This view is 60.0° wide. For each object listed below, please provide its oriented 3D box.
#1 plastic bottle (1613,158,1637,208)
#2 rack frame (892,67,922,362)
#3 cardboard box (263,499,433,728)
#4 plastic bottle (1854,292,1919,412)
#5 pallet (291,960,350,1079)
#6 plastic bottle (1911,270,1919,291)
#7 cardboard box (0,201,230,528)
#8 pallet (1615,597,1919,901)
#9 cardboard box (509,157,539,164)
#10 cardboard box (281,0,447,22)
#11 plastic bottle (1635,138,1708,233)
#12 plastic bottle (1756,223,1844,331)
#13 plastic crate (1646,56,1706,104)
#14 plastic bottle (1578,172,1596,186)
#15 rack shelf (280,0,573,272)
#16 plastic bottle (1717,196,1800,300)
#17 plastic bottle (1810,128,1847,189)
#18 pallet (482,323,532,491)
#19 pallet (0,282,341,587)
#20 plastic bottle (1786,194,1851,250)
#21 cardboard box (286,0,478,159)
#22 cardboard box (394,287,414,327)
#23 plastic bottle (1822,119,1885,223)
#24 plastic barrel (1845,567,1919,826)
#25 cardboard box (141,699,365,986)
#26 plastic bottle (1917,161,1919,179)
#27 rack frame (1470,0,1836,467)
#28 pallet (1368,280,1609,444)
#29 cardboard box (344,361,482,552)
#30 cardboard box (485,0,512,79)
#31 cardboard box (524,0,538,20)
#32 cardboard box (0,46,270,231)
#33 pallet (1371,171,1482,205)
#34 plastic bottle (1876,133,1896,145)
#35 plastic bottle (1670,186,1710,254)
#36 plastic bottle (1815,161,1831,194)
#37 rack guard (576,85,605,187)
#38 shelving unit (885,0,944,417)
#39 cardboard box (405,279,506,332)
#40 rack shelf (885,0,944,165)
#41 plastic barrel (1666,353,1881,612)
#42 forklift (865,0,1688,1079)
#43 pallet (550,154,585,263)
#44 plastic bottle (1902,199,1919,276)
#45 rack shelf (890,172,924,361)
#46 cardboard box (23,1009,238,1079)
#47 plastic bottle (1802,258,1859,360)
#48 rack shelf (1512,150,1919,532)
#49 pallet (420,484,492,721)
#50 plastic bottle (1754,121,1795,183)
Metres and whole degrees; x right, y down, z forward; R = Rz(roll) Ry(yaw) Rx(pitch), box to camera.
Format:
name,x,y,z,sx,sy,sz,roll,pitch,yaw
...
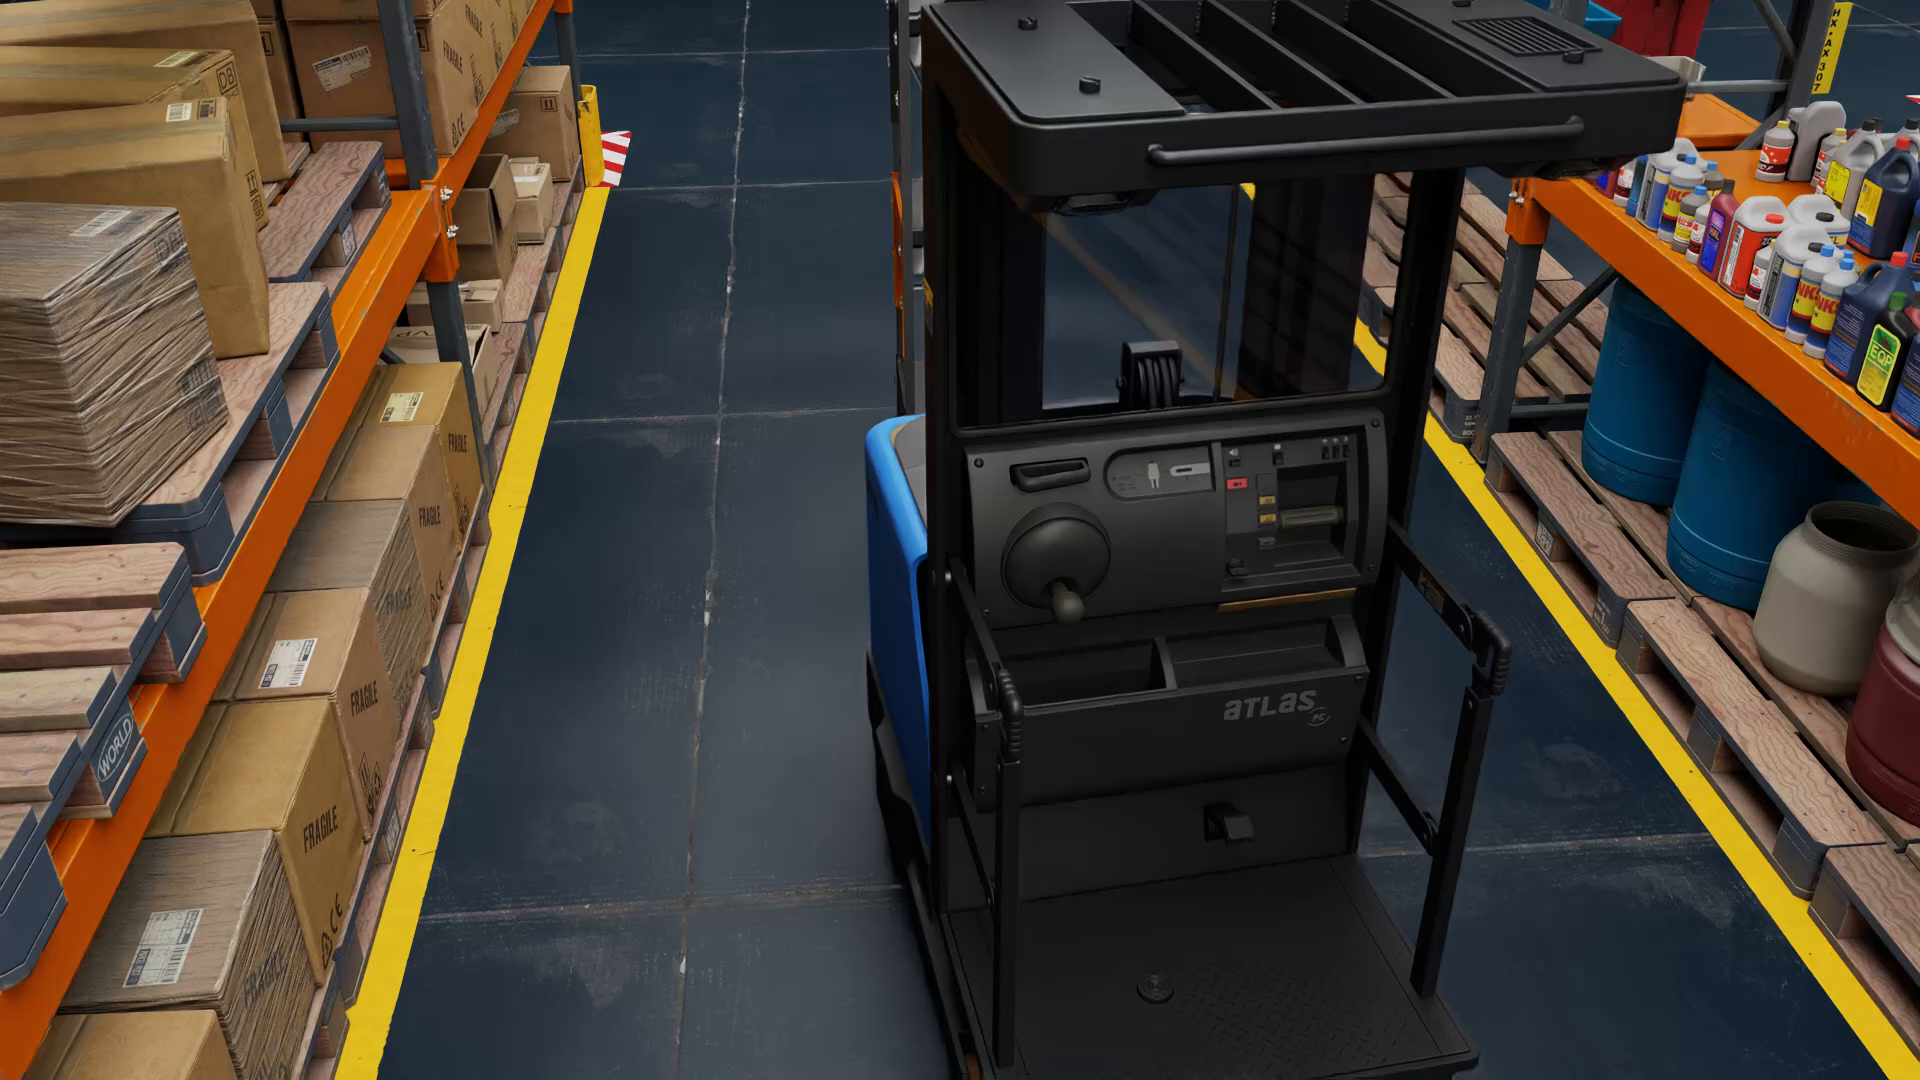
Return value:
name,x,y,z,sx,sy,sz,roll,pitch,yaw
plastic bottle,2.255,-1.222,5.565,0.097,0.201,0.097,0,31,0
rack frame,-0.038,-1.111,6.062,0.400,2.100,0.015,-3,31,-5
cardboard box,-1.912,0.225,4.956,0.500,0.500,0.500,-2,31,-4
plastic bottle,2.379,-0.481,4.244,0.061,0.283,0.133,-3,31,-5
pallet,-1.986,1.450,3.616,1.003,0.211,1.213,-3,31,-5
plastic bottle,2.522,-0.587,4.434,0.097,0.271,0.097,0,31,0
cardboard box,-2.020,-0.379,3.453,0.700,0.500,0.500,3,31,5
pallet,2.752,0.576,5.080,1.003,0.211,1.213,-3,31,-5
cardboard box,-2.457,-1.944,8.913,0.380,0.166,0.250,-3,31,-5
cardboard box,-2.092,-2.132,5.822,0.500,0.500,0.500,-2,31,-3
plastic bottle,2.303,-1.147,5.366,0.152,0.276,0.135,-3,31,-5
plastic bottle,2.377,-0.742,4.689,0.152,0.276,0.135,-3,31,-5
plastic crate,2.703,-1.798,6.534,0.396,0.136,0.243,-3,31,-5
plastic bottle,2.214,-1.384,5.755,0.061,0.283,0.133,-3,31,-5
rack shelf,-2.514,-2.118,7.573,1.077,0.370,4.000,-3,31,-5
plastic bottle,2.355,-0.861,4.887,0.152,0.276,0.135,-3,31,-5
plastic bottle,3.001,-1.312,5.716,0.097,0.201,0.097,0,31,0
pallet,-2.391,-0.559,6.981,1.003,0.211,1.213,-3,31,-5
pallet,-2.140,-0.274,3.971,1.003,0.211,1.213,-3,31,-5
plastic bottle,2.506,-0.868,4.899,0.152,0.276,0.135,-3,31,-5
cardboard box,-2.104,-1.722,6.110,0.500,0.500,0.500,-2,31,-3
cardboard box,-2.733,-1.101,7.361,0.500,0.311,0.500,-3,31,-5
plastic bottle,2.873,-1.160,5.314,0.144,0.351,0.185,-3,31,-5
plastic barrel,2.810,0.430,4.546,0.600,0.588,0.708,-3,31,-5
cardboard box,-1.808,0.751,4.076,0.500,0.500,0.500,-3,31,-5
plastic bottle,3.033,-1.072,5.168,0.144,0.351,0.185,-3,31,-5
rack frame,2.604,-1.641,6.073,1.000,3.000,0.127,-3,31,-5
pallet,2.497,-0.818,7.413,1.003,0.211,1.213,-3,31,-5
cardboard box,-1.996,-0.283,5.808,0.500,0.500,0.500,-3,31,-5
cardboard box,-2.199,-2.239,6.976,0.500,0.500,0.500,-3,31,-5
cardboard box,-2.295,-2.756,7.841,0.500,0.500,0.500,-3,31,-4
cardboard box,-2.379,-1.029,4.540,0.700,0.500,0.500,2,31,3
pallet,2.269,-2.063,9.499,1.003,0.211,1.213,-3,31,-5
plastic bottle,2.997,-1.216,5.481,0.152,0.276,0.135,-3,31,-5
plastic bottle,2.295,-1.004,5.200,0.097,0.201,0.097,0,31,0
plastic bottle,2.875,-1.168,5.475,0.097,0.201,0.097,0,31,0
rack guard,-2.694,-2.336,9.674,1.175,0.500,0.348,-3,31,-5
shelving unit,-0.015,-0.986,5.853,0.431,2.100,0.503,-3,31,-5
cardboard box,-2.242,-1.044,7.407,0.380,0.166,0.250,-3,31,-5
rack shelf,-0.015,-1.575,5.501,0.431,0.518,0.480,-3,31,-5
plastic barrel,2.704,-0.281,5.432,0.600,0.901,0.708,-3,31,-5
forklift,0.521,0.002,3.388,1.130,2.935,3.031,-6,31,-10
pallet,-2.619,-1.805,9.066,1.003,0.211,1.213,-3,31,-5
plastic bottle,2.922,-0.941,5.026,0.097,0.271,0.097,0,31,0
rack shelf,-0.015,-0.974,5.860,0.431,0.518,0.480,-3,31,-5
cardboard box,-1.712,1.274,3.200,0.500,0.500,0.500,-1,31,-2
plastic bottle,2.369,-0.630,4.505,0.097,0.271,0.097,0,31,0
rack shelf,2.791,-0.311,4.548,1.077,0.370,4.000,-3,31,-5
pallet,-2.214,0.205,5.702,1.003,0.211,1.213,-3,31,-5
plastic bottle,2.841,-1.355,5.787,0.097,0.201,0.097,0,31,0
